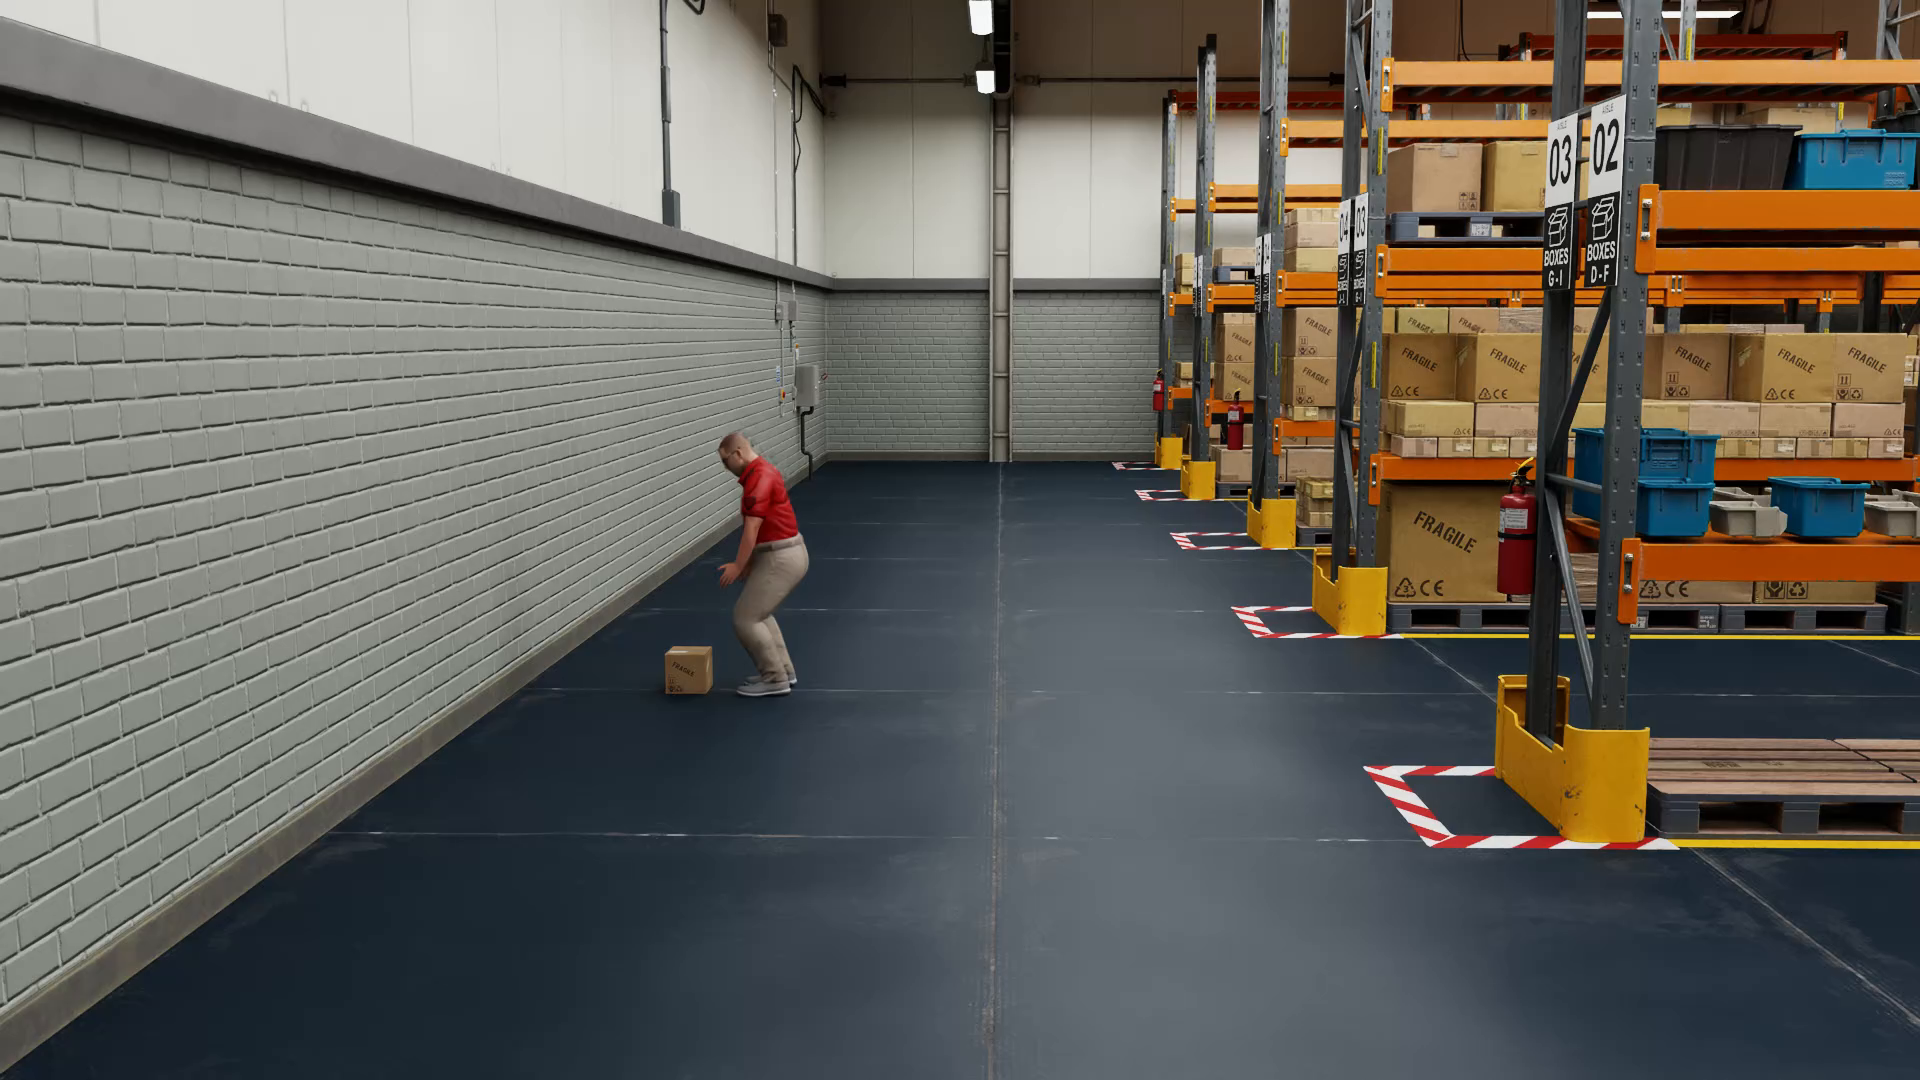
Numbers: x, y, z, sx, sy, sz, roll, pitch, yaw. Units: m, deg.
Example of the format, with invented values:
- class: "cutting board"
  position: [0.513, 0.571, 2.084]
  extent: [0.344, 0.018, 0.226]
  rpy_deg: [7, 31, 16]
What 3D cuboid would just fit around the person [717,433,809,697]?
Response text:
- class: "person"
  position: [-1.222, 0.148, 10.198]
  extent: [0.488, 1.607, 0.575]
  rpy_deg: [0, 7, 2]
